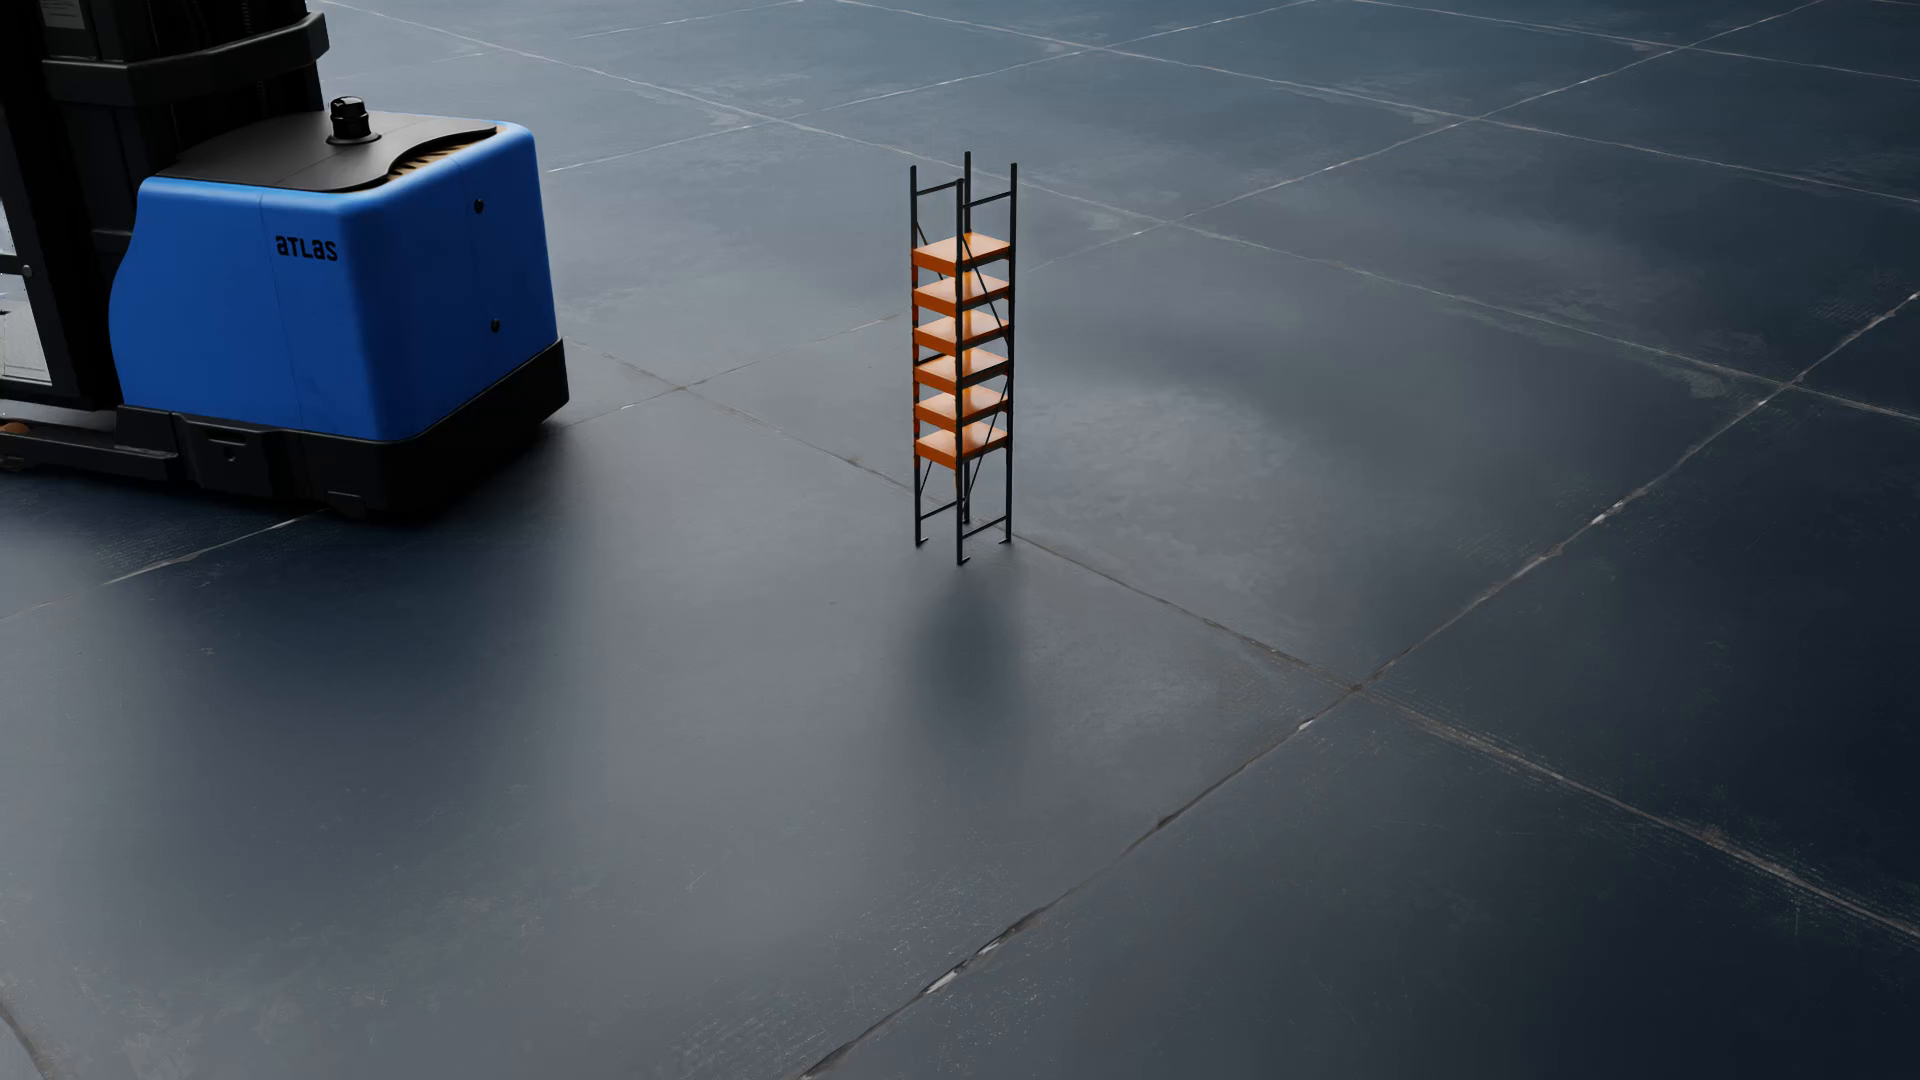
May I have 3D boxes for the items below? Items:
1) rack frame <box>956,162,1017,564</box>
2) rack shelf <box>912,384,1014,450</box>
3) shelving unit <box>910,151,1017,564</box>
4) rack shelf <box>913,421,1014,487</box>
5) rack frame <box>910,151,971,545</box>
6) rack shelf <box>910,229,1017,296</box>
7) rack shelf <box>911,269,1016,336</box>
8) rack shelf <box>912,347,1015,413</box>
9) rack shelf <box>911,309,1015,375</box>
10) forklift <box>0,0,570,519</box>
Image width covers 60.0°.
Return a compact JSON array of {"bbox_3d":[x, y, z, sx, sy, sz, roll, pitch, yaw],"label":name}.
[{"bbox_3d":[0.076,-0.496,4.905,0.006,1.200,0.240,25,36,38],"label":"rack frame"},{"bbox_3d":[0.010,-0.381,5.038,0.180,0.103,0.258,25,36,38],"label":"rack shelf"},{"bbox_3d":[0.010,-0.526,4.962,0.189,1.200,0.258,25,36,38],"label":"shelving unit"},{"bbox_3d":[0.010,-0.275,5.094,0.180,0.103,0.258,25,36,38],"label":"rack shelf"},{"bbox_3d":[-0.055,-0.556,5.019,0.006,1.200,0.240,25,36,38],"label":"rack frame"},{"bbox_3d":[0.010,-0.806,4.815,0.180,0.103,0.258,25,36,38],"label":"rack shelf"},{"bbox_3d":[0.010,-0.699,4.871,0.180,0.103,0.258,25,36,38],"label":"rack shelf"},{"bbox_3d":[0.010,-0.487,4.982,0.180,0.103,0.258,25,36,38],"label":"rack shelf"},{"bbox_3d":[0.010,-0.593,4.927,0.180,0.103,0.258,25,36,38],"label":"rack shelf"},{"bbox_3d":[-2.999,-1.753,5.435,3.031,2.935,1.130,8,29,16],"label":"forklift"}]
